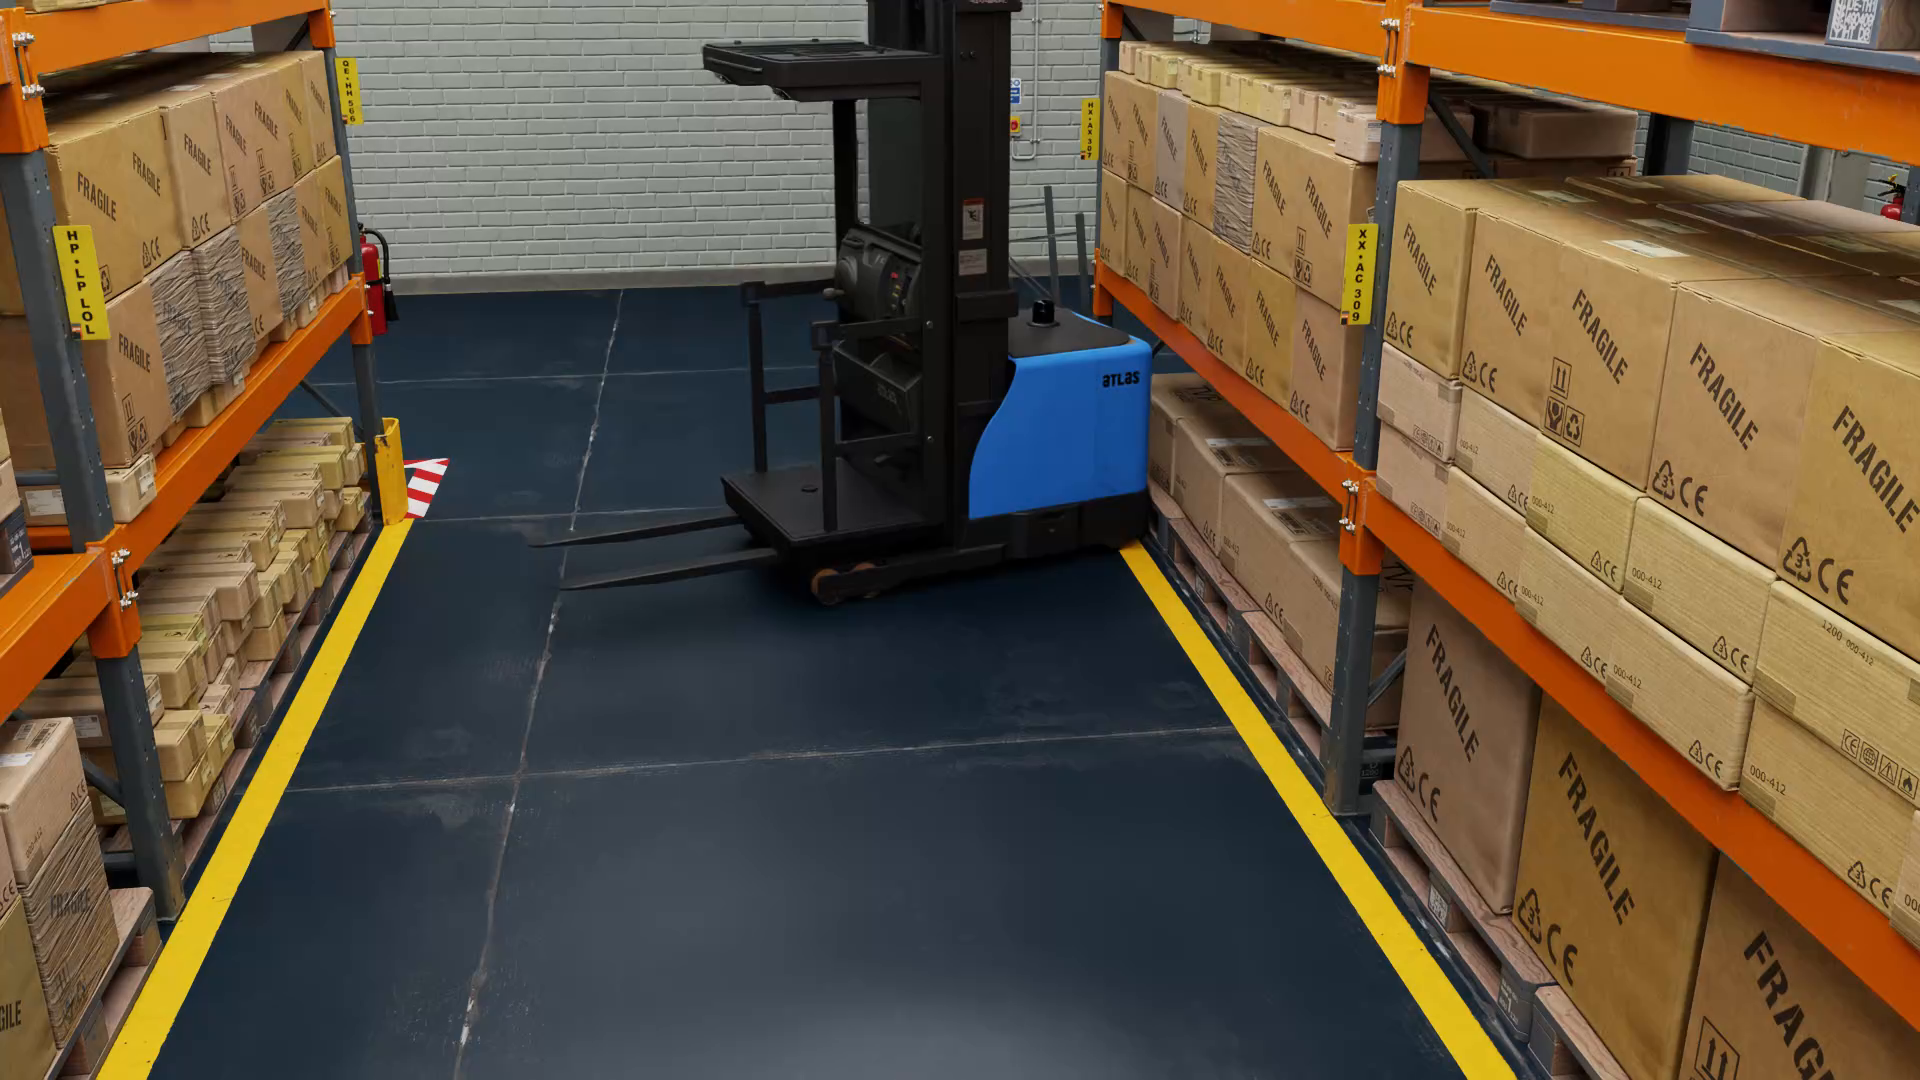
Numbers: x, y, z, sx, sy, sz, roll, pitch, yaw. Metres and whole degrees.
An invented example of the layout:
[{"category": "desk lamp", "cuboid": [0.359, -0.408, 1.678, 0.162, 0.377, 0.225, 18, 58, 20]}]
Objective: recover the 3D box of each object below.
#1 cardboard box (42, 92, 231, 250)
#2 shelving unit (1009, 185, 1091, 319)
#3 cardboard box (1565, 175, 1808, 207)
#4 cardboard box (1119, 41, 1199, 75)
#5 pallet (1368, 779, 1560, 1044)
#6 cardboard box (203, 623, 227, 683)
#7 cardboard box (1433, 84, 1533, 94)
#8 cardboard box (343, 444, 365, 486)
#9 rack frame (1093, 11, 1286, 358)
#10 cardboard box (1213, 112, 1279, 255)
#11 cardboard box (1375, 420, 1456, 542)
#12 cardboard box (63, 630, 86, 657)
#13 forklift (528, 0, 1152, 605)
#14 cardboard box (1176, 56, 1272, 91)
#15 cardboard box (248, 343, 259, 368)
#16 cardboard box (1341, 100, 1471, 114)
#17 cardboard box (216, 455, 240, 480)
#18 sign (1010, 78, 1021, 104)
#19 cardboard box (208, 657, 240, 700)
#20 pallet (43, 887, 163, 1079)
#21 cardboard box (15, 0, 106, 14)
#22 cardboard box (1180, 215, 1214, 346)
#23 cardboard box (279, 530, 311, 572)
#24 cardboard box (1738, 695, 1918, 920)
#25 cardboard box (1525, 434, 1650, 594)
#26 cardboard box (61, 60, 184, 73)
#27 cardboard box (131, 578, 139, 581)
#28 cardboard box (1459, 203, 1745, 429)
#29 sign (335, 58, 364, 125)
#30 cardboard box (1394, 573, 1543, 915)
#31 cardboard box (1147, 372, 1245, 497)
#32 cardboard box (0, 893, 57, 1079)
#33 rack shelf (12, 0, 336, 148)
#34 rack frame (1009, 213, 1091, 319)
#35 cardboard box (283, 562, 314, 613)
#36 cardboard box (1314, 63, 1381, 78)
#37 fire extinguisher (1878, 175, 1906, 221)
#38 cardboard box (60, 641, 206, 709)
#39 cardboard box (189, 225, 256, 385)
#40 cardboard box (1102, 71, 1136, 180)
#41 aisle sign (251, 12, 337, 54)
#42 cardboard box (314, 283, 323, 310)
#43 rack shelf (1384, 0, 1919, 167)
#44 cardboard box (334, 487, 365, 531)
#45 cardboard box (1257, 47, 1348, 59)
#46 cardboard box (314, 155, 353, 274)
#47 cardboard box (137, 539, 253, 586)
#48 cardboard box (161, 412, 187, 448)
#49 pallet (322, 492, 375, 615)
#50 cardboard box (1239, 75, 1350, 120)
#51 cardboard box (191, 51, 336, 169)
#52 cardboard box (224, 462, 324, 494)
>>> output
[{"category": "cardboard box", "cuboid": [-3.001, -1.336, 6.009, 0.500, 0.500, 0.500, -3, 21, -7]}, {"category": "shelving unit", "cuboid": [0.434, -1.233, 9.802, 0.587, 1.500, 1.083, -8, 21, -5]}, {"category": "cardboard box", "cuboid": [2.152, -0.816, 5.042, 0.500, 0.500, 0.500, -2, 21, -6]}, {"category": "cardboard box", "cuboid": [1.040, -2.510, 8.650, 0.380, 0.149, 0.250, -2, 21, -7]}, {"category": "pallet", "cuboid": [2.025, 1.127, 5.397, 1.003, 0.211, 1.213, -3, 21, -8]}, {"category": "cardboard box", "cuboid": [-3.013, 0.440, 6.299, 0.380, 0.149, 0.250, -4, 21, -11]}, {"category": "cardboard box", "cuboid": [1.944, -1.648, 6.342, 0.380, 0.149, 0.250, -3, 21, -8]}, {"category": "cardboard box", "cuboid": [-3.263, -0.375, 8.483, 0.380, 0.149, 0.250, -3, 21, -9]}, {"category": "rack frame", "cuboid": [1.262, -1.828, 9.323, 1.000, 3.000, 0.127, -3, 21, -8]}, {"category": "cardboard box", "cuboid": [1.350, -1.459, 6.764, 0.500, 0.500, 0.500, -3, 21, -7]}, {"category": "cardboard box", "cuboid": [1.641, -0.207, 5.197, 0.500, 0.250, 0.500, -3, 21, -9]}, {"category": "cardboard box", "cuboid": [-3.433, 0.326, 6.181, 0.380, 0.149, 0.250, -2, 21, -6]}, {"category": "forklift", "cuboid": [-0.581, -1.276, 7.944, 3.031, 2.935, 1.130, -9, 22, -24]}, {"category": "cardboard box", "cuboid": [1.218, -2.149, 7.683, 0.380, 0.149, 0.250, -3, 21, -7]}, {"category": "cardboard box", "cuboid": [-3.142, -0.785, 6.891, 0.380, 0.149, 0.250, -3, 21, -7]}, {"category": "cardboard box", "cuboid": [1.549, -1.449, 5.810, 0.380, 0.149, 0.250, -2, 21, -6]}, {"category": "cardboard box", "cuboid": [-3.723, -0.395, 8.111, 0.380, 0.149, 0.250, -3, 21, -7]}, {"category": "sign", "cuboid": [0.370, -3.924, 14.550, 0.327, 0.218, 0.001, -3, 21, -8]}, {"category": "cardboard box", "cuboid": [-2.991, 0.577, 6.357, 0.380, 0.149, 0.250, -3, 21, -9]}, {"category": "pallet", "cuboid": [-2.931, 1.418, 4.619, 1.003, 0.211, 1.213, -3, 21, -8]}, {"category": "cardboard box", "cuboid": [-2.850, -1.667, 4.819, 0.500, 0.250, 0.500, -2, 21, -5]}, {"category": "cardboard box", "cuboid": [1.292, -1.171, 7.420, 0.500, 0.500, 0.500, -2, 21, -6]}, {"category": "cardboard box", "cuboid": [-3.080, 0.073, 7.283, 0.380, 0.149, 0.250, -2, 21, -5]}, {"category": "cardboard box", "cuboid": [1.940, 0.499, 3.307, 0.500, 0.250, 0.500, -3, 21, -8]}, {"category": "cardboard box", "cuboid": [1.773, -0.085, 4.157, 0.500, 0.250, 0.500, -3, 21, -7]}, {"category": "cardboard box", "cuboid": [-3.740, -1.854, 7.397, 0.500, 0.500, 0.500, -2, 21, -6]}, {"category": "cardboard box", "cuboid": [-3.522, 0.196, 6.954, 0.380, 0.149, 0.250, -2, 21, -5]}, {"category": "cardboard box", "cuboid": [1.719, -0.616, 4.508, 0.500, 0.500, 0.500, -3, 21, -8]}, {"category": "sign", "cuboid": [-3.069, -2.255, 8.359, 0.100, 0.325, 0.005, -3, 21, -8]}, {"category": "cardboard box", "cuboid": [2.007, 0.566, 5.349, 0.875, 0.875, 0.875, -2, 21, -6]}, {"category": "cardboard box", "cuboid": [1.456, -0.601, 9.099, 0.875, 0.438, 0.875, -4, 21, -10]}, {"category": "cardboard box", "cuboid": [-2.615, 1.237, 4.089, 0.500, 0.500, 0.500, -3, 21, -9]}, {"category": "rack shelf", "cuboid": [-3.333, -1.919, 6.308, 1.077, 0.370, 4.000, -3, 21, -8]}, {"category": "rack frame", "cuboid": [0.497, -1.054, 9.321, 0.500, 1.500, 0.032, -8, 21, -5]}, {"category": "cardboard box", "cuboid": [-3.082, 0.213, 7.334, 0.380, 0.149, 0.250, -3, 21, -7]}, {"category": "cardboard box", "cuboid": [1.770, -2.002, 7.290, 0.380, 0.149, 0.250, -2, 21, -6]}, {"category": "fire extinguisher", "cuboid": [5.695, -1.896, 10.149, 0.296, 0.674, 0.183, -3, 21, -8]}, {"category": "cardboard box", "cuboid": [-2.871, 0.474, 5.784, 0.380, 0.149, 0.250, -2, 21, -5]}, {"category": "cardboard box", "cuboid": [-2.982, -0.876, 6.206, 0.500, 0.500, 0.500, -3, 21, -9]}, {"category": "cardboard box", "cuboid": [1.050, -2.162, 8.647, 0.500, 0.500, 0.500, -3, 21, -9]}, {"category": "aisle sign", "cuboid": [-3.335, -2.801, 8.214, 0.394, 0.787, 0.004, -3, 21, -8]}, {"category": "cardboard box", "cuboid": [-3.245, -1.153, 7.874, 0.380, 0.149, 0.250, -3, 21, -8]}, {"category": "rack shelf", "cuboid": [2.127, -0.819, 3.362, 1.077, 0.370, 4.000, -3, 21, -8]}, {"category": "cardboard box", "cuboid": [-3.202, -0.149, 8.301, 0.380, 0.149, 0.250, -2, 21, -6]}, {"category": "cardboard box", "cuboid": [1.693, -2.361, 8.251, 0.380, 0.149, 0.250, -3, 21, -8]}, {"category": "cardboard box", "cuboid": [-3.302, -1.587, 8.109, 0.500, 0.500, 0.500, -2, 21, -7]}, {"category": "cardboard box", "cuboid": [-3.093, 0.117, 6.739, 0.380, 0.149, 0.250, -4, 21, -10]}, {"category": "cardboard box", "cuboid": [-2.996, -0.425, 5.925, 0.380, 0.149, 0.250, -4, 21, -10]}, {"category": "pallet", "cuboid": [-3.528, 0.073, 8.220, 1.003, 0.211, 1.213, -3, 21, -8]}, {"category": "cardboard box", "cuboid": [1.358, -1.798, 6.745, 0.380, 0.149, 0.250, -3, 21, -9]}, {"category": "cardboard box", "cuboid": [-3.309, -2.052, 7.925, 0.500, 0.500, 0.500, -3, 21, -9]}, {"category": "cardboard box", "cuboid": [-3.177, -0.246, 7.713, 0.380, 0.149, 0.250, -4, 21, -10]}]
